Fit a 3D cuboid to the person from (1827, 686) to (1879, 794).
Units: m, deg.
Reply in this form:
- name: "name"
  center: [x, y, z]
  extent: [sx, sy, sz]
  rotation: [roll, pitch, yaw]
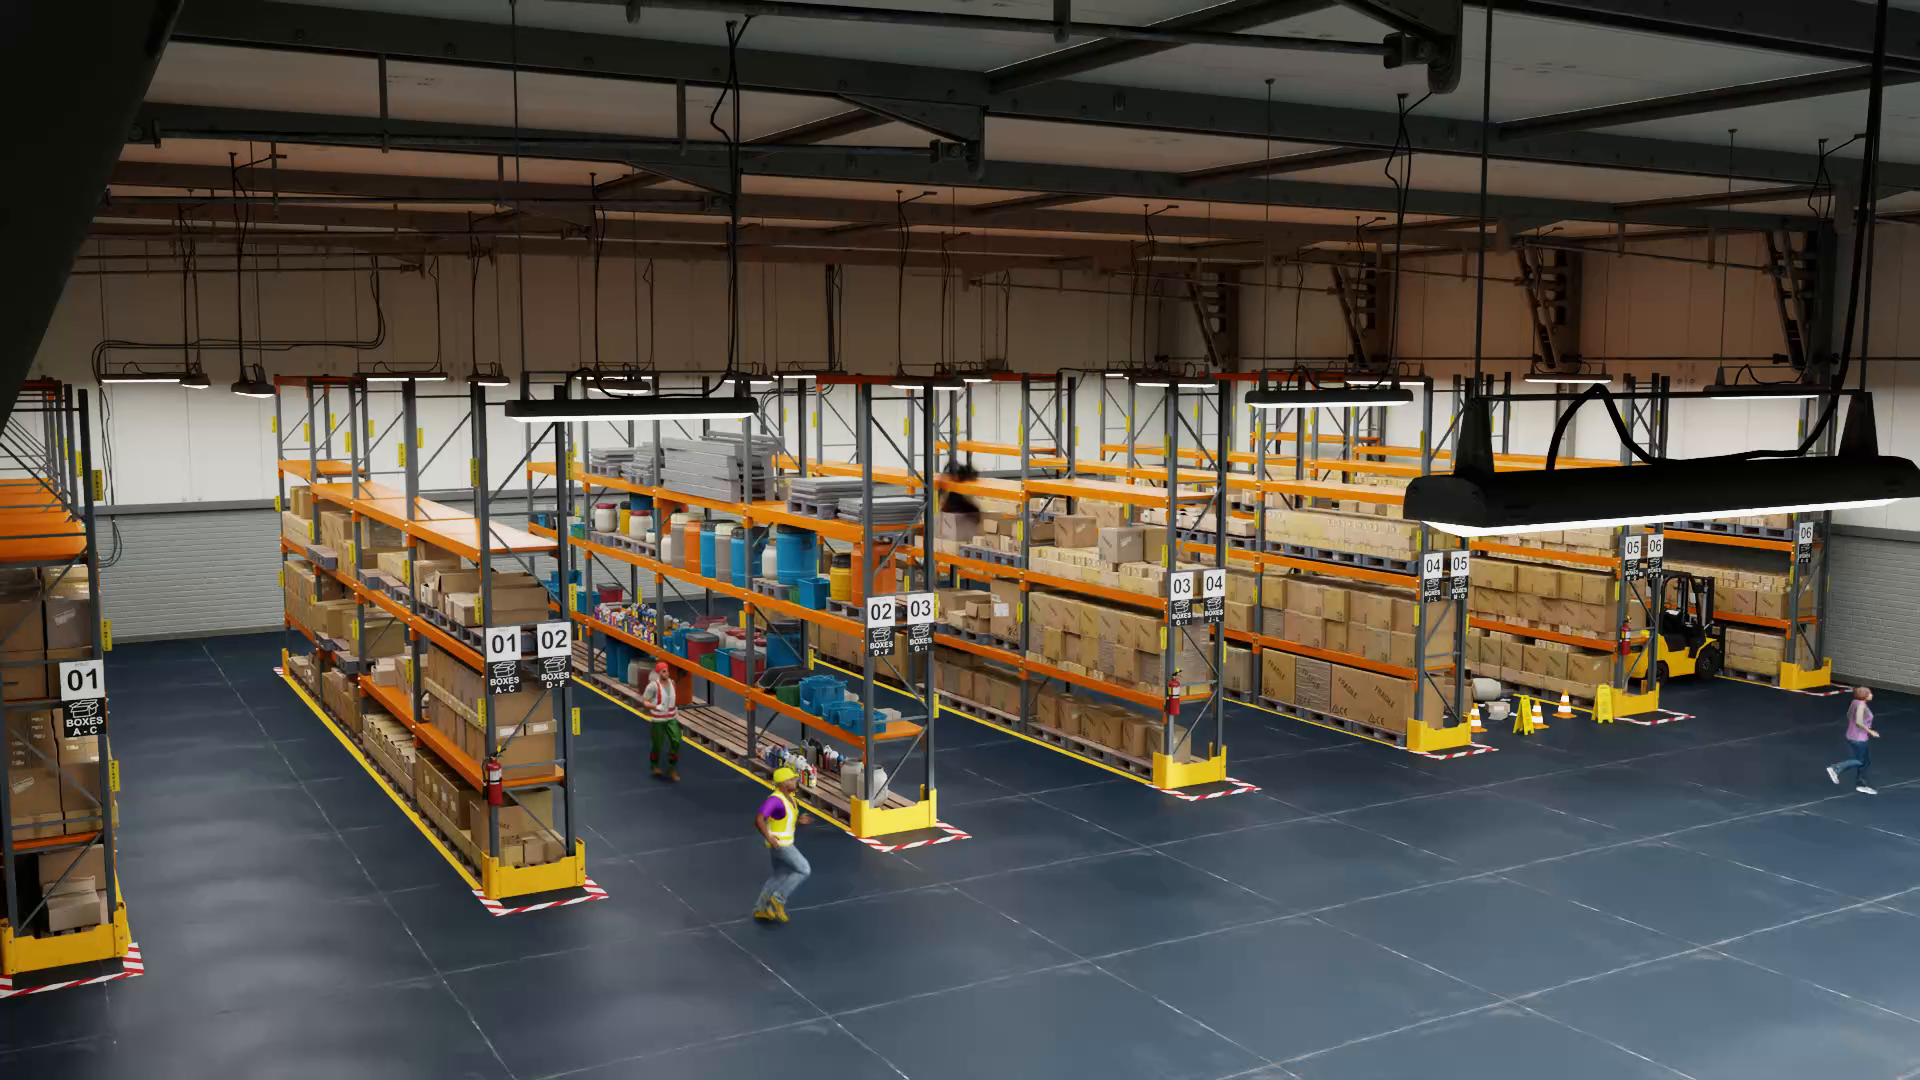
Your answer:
- name: "person"
  center: [13.056, 2.910, 24.303]
  extent: [0.694, 1.586, 0.543]
  rotation: [2, 7, 18]

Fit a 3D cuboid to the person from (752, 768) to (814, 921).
- name: "person"
  center: [-1.996, 3.412, 18.721]
  extent: [0.696, 1.722, 0.689]
  rotation: [0, 6, -2]

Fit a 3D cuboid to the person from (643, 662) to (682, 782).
- name: "person"
  center: [-4.455, 2.725, 24.939]
  extent: [0.636, 1.823, 0.763]
  rotation: [-4, 8, -35]

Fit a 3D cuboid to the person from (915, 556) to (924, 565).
- name: "person"
  center: [-1.048, 0.942, 42.117]
  extent: [0.508, 1.650, 0.716]
  rotation: [4, 7, 29]
